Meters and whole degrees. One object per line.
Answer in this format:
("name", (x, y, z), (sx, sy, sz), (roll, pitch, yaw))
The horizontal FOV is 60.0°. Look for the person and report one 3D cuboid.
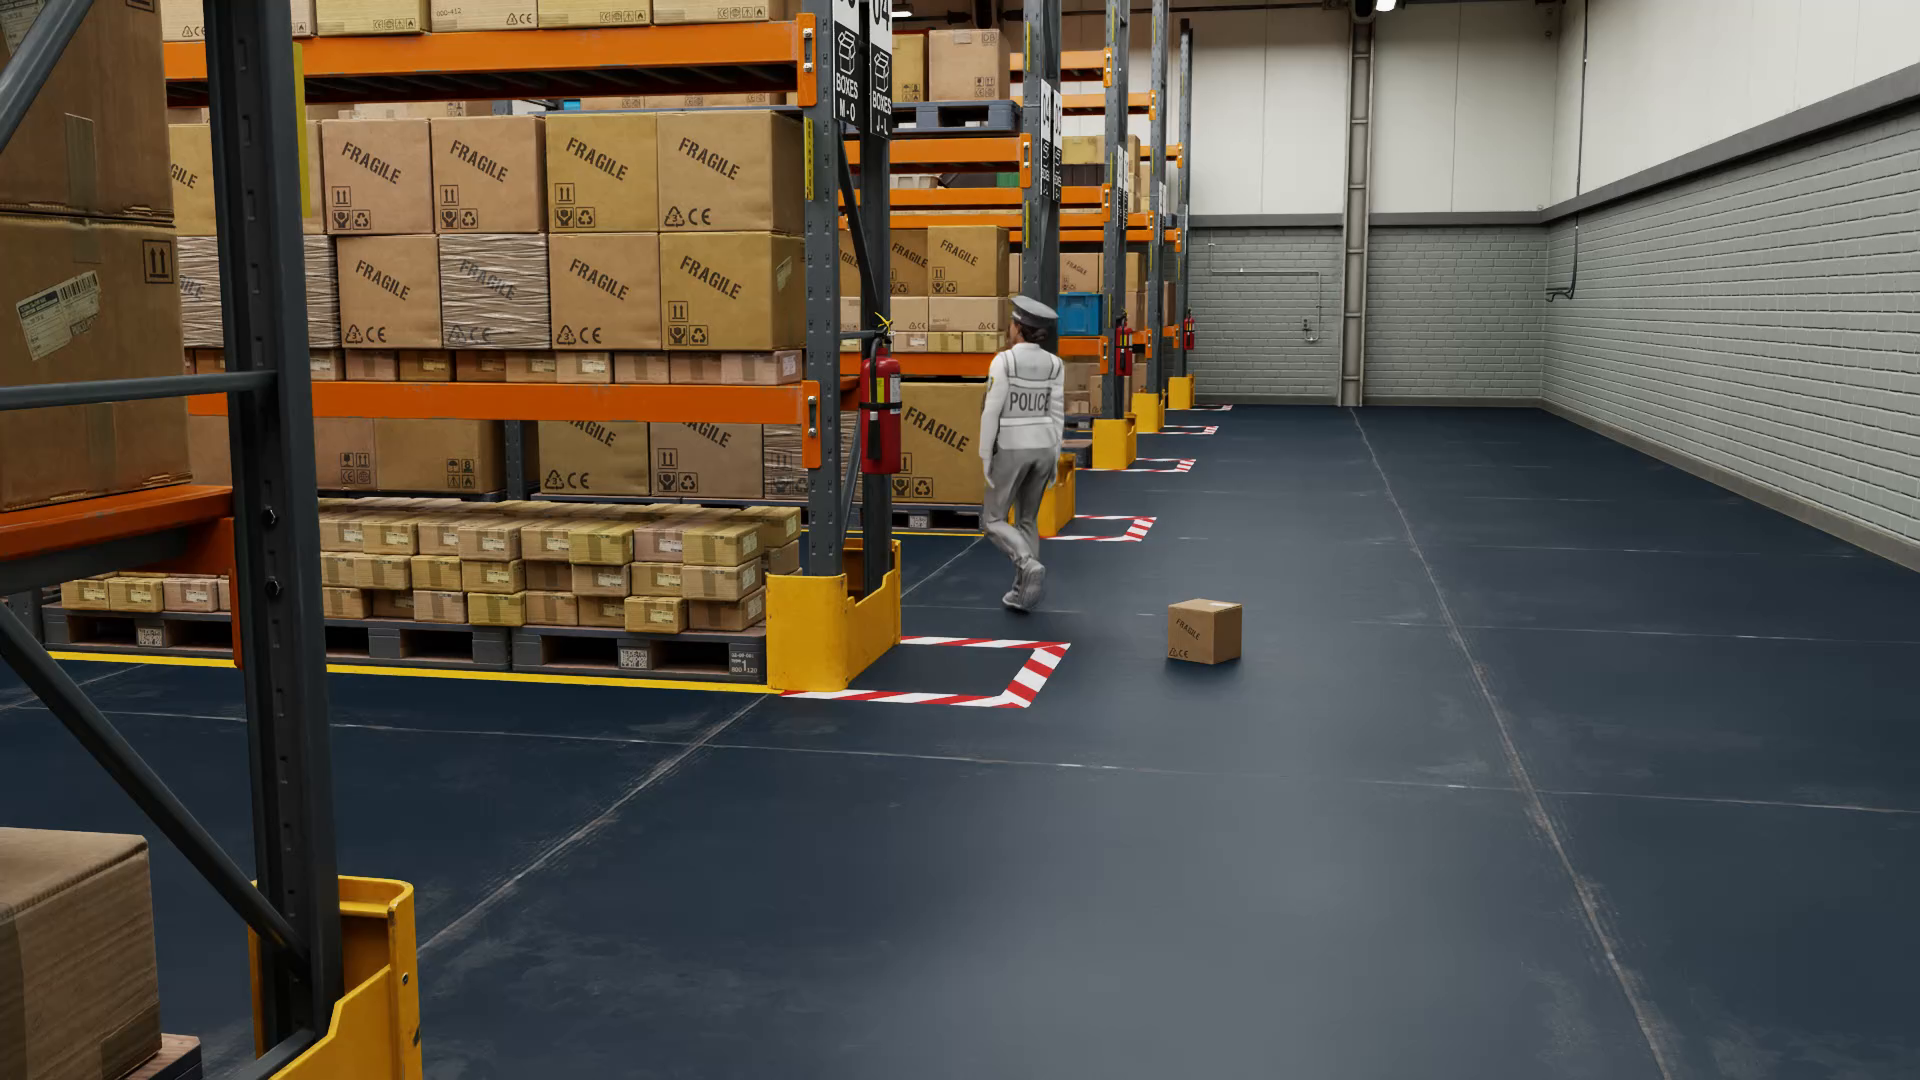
("person", (0.340, -0.438, 8.703), (0.495, 1.669, 0.661), (-4, 9, -27))
